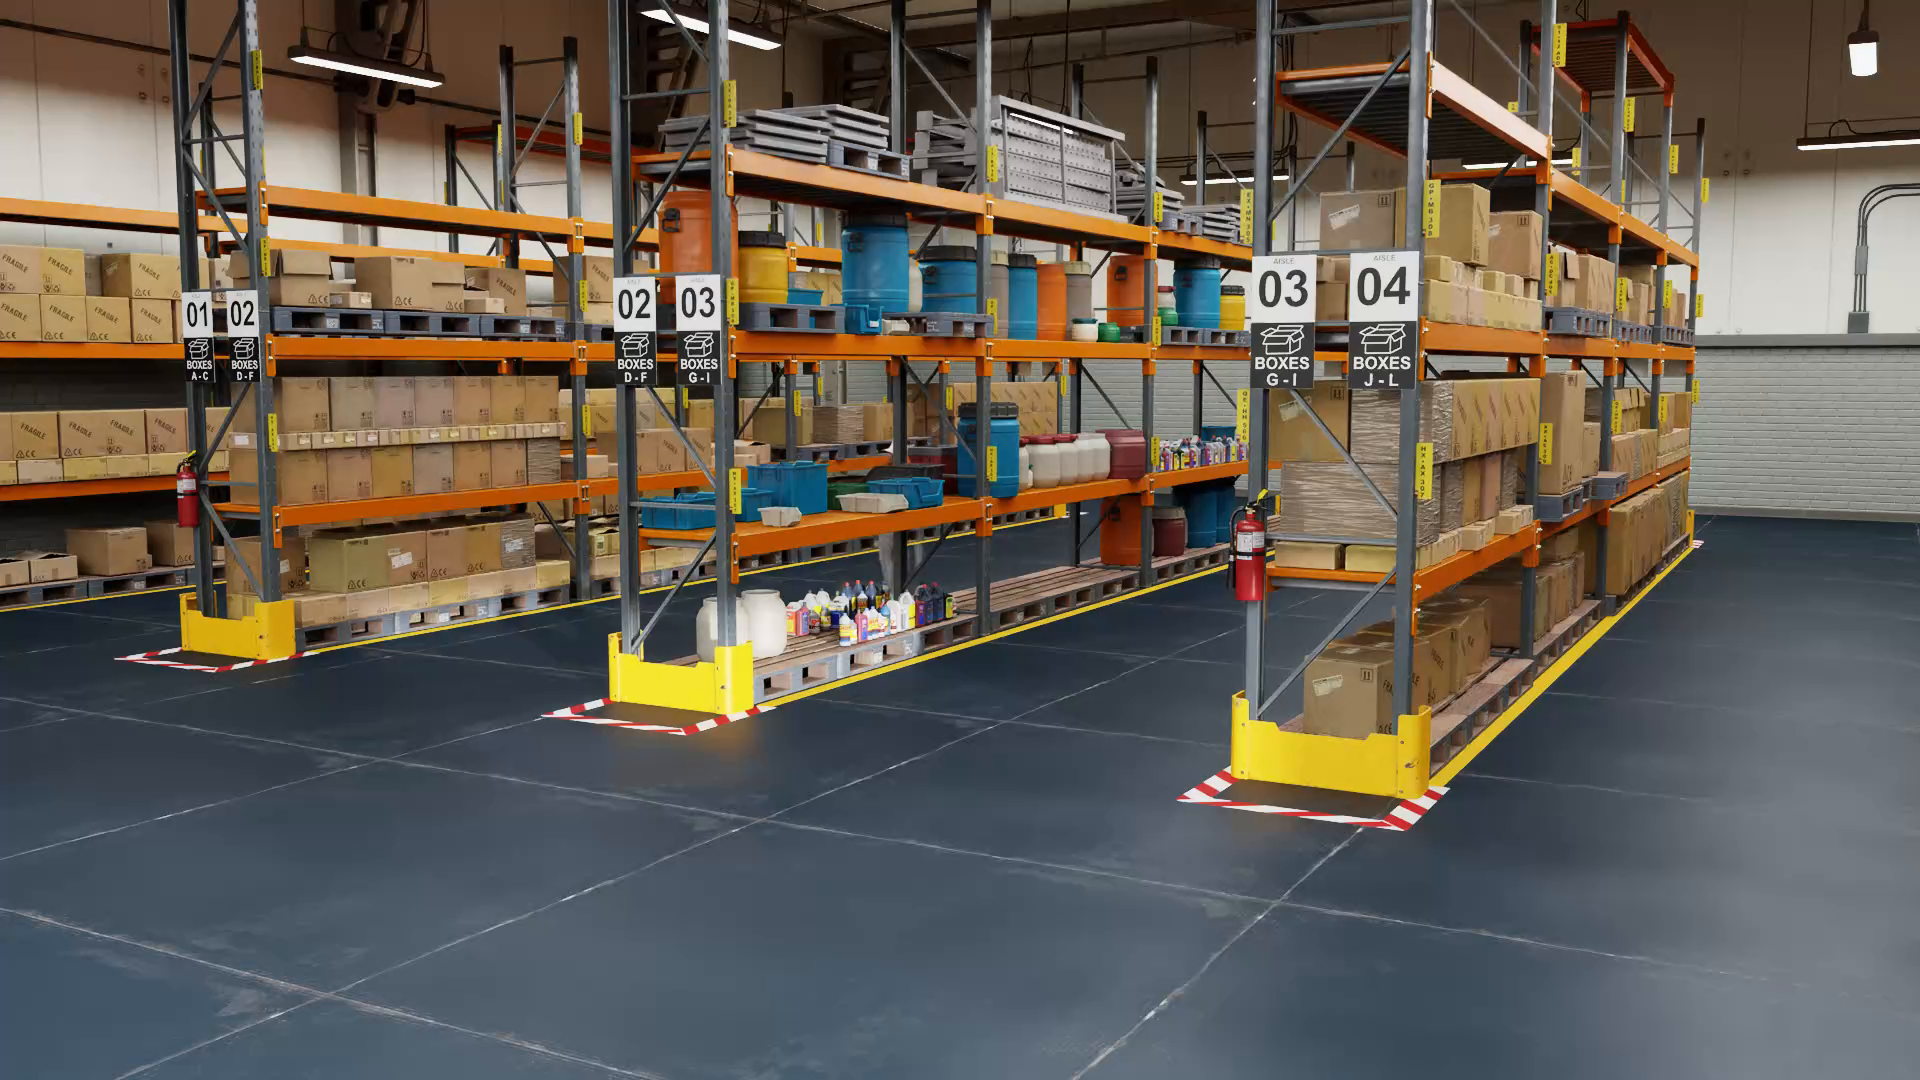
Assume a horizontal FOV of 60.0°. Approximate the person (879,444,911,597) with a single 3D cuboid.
[{"bbox_3d":[-0.777,-0.182,17.816,0.586,1.762,0.502,3,7,29],"label":"person"}]
